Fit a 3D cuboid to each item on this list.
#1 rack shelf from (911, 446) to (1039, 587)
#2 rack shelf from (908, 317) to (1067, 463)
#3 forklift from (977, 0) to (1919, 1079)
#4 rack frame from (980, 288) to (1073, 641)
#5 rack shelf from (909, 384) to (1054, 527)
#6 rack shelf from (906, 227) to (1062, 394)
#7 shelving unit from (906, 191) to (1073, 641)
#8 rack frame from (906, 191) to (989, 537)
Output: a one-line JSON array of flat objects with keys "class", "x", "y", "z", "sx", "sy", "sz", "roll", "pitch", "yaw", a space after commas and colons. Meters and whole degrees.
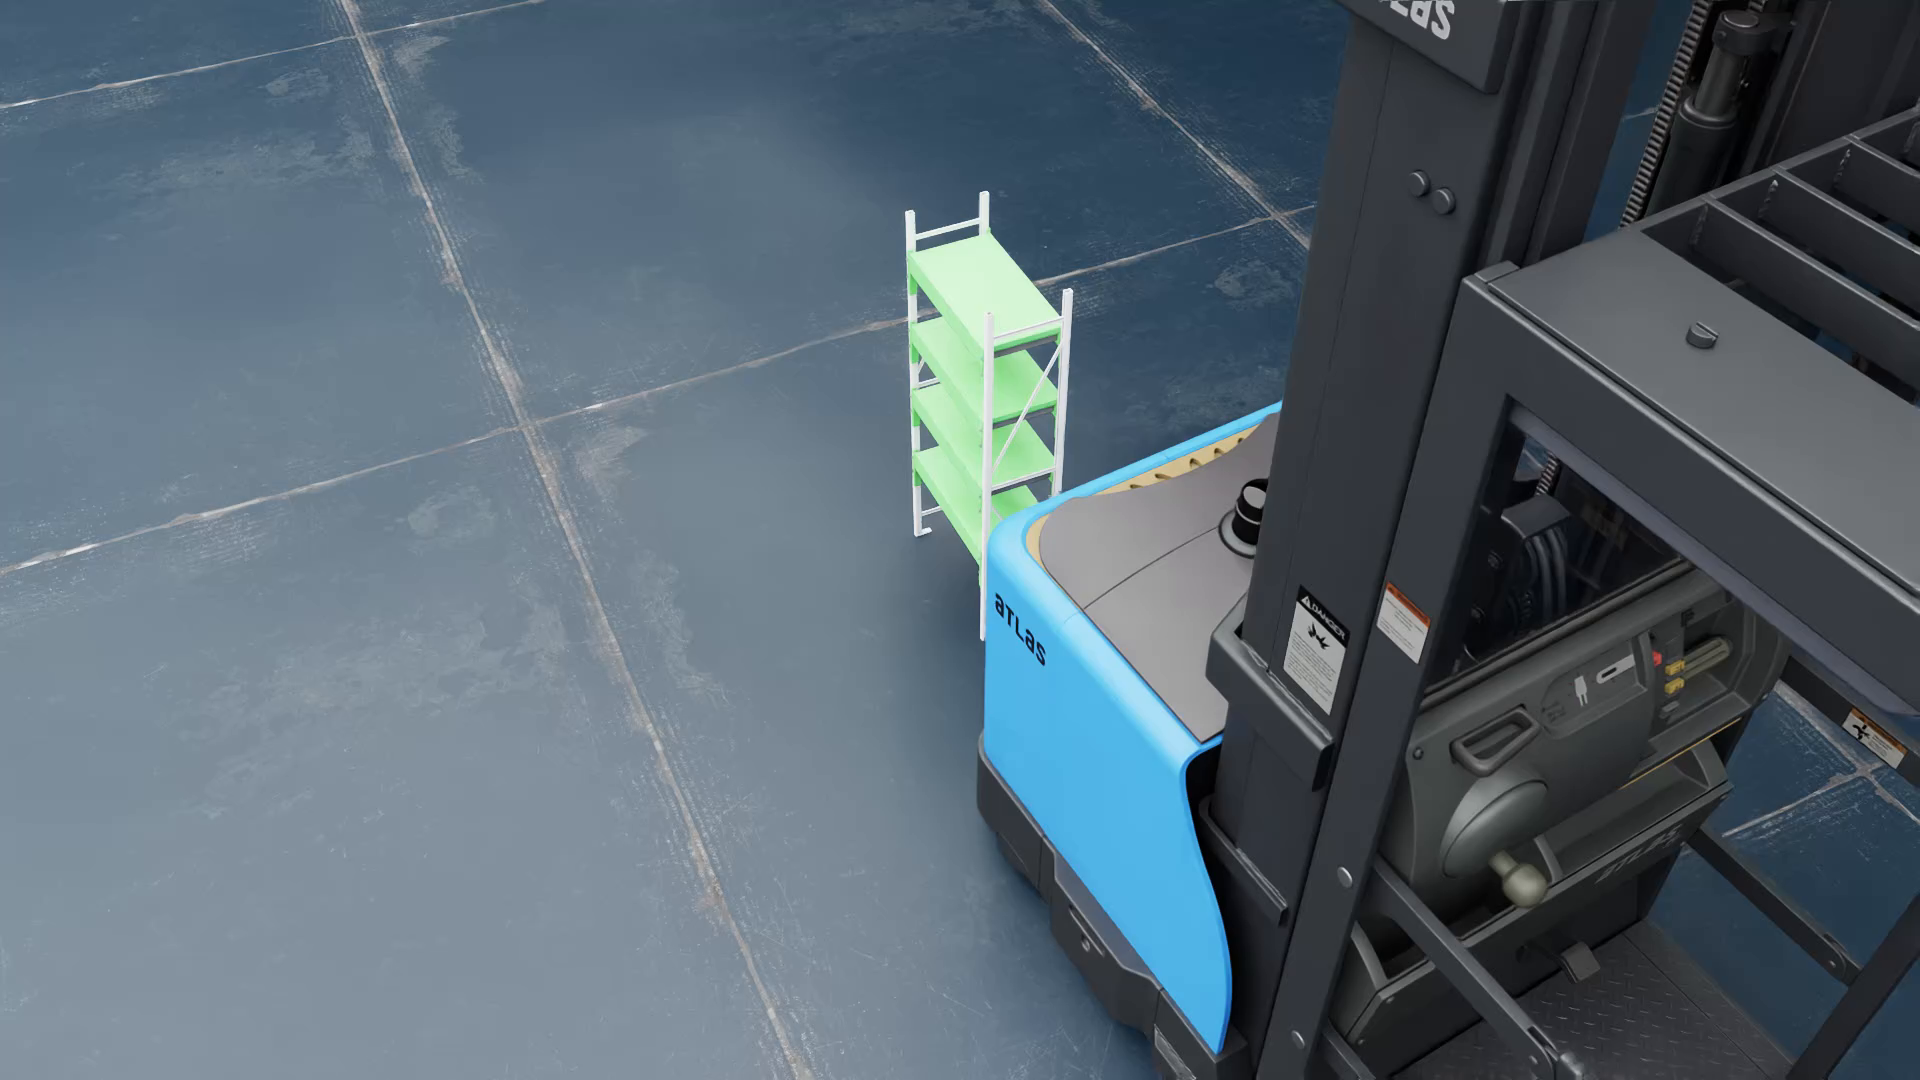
[{"class": "rack shelf", "x": 0.070, "y": -0.105, "z": 4.935, "sx": 0.258, "sy": 0.148, "sz": 0.480, "roll": -18, "pitch": 47, "yaw": -17}, {"class": "rack shelf", "x": 0.070, "y": -0.447, "z": 4.598, "sx": 0.258, "sy": 0.148, "sz": 0.480, "roll": -18, "pitch": 47, "yaw": -17}, {"class": "forklift", "x": 1.235, "y": 0.400, "z": 2.758, "sx": 1.130, "sy": 2.935, "sz": 3.031, "roll": -23, "pitch": 49, "yaw": -22}, {"class": "rack frame", "x": 0.172, "y": -0.166, "z": 4.564, "sx": 0.240, "sy": 1.200, "sz": 0.015, "roll": -18, "pitch": 47, "yaw": -17}, {"class": "rack shelf", "x": 0.070, "y": -0.276, "z": 4.767, "sx": 0.258, "sy": 0.148, "sz": 0.480, "roll": -18, "pitch": 47, "yaw": -17}, {"class": "rack shelf", "x": 0.070, "y": -0.618, "z": 4.429, "sx": 0.258, "sy": 0.148, "sz": 0.480, "roll": -18, "pitch": 47, "yaw": -17}, {"class": "shelving unit", "x": 0.070, "y": -0.322, "z": 4.722, "sx": 0.258, "sy": 1.200, "sz": 0.503, "roll": -18, "pitch": 47, "yaw": -17}, {"class": "rack frame", "x": -0.033, "y": -0.477, "z": 4.879, "sx": 0.240, "sy": 1.200, "sz": 0.015, "roll": -18, "pitch": 47, "yaw": -17}]
